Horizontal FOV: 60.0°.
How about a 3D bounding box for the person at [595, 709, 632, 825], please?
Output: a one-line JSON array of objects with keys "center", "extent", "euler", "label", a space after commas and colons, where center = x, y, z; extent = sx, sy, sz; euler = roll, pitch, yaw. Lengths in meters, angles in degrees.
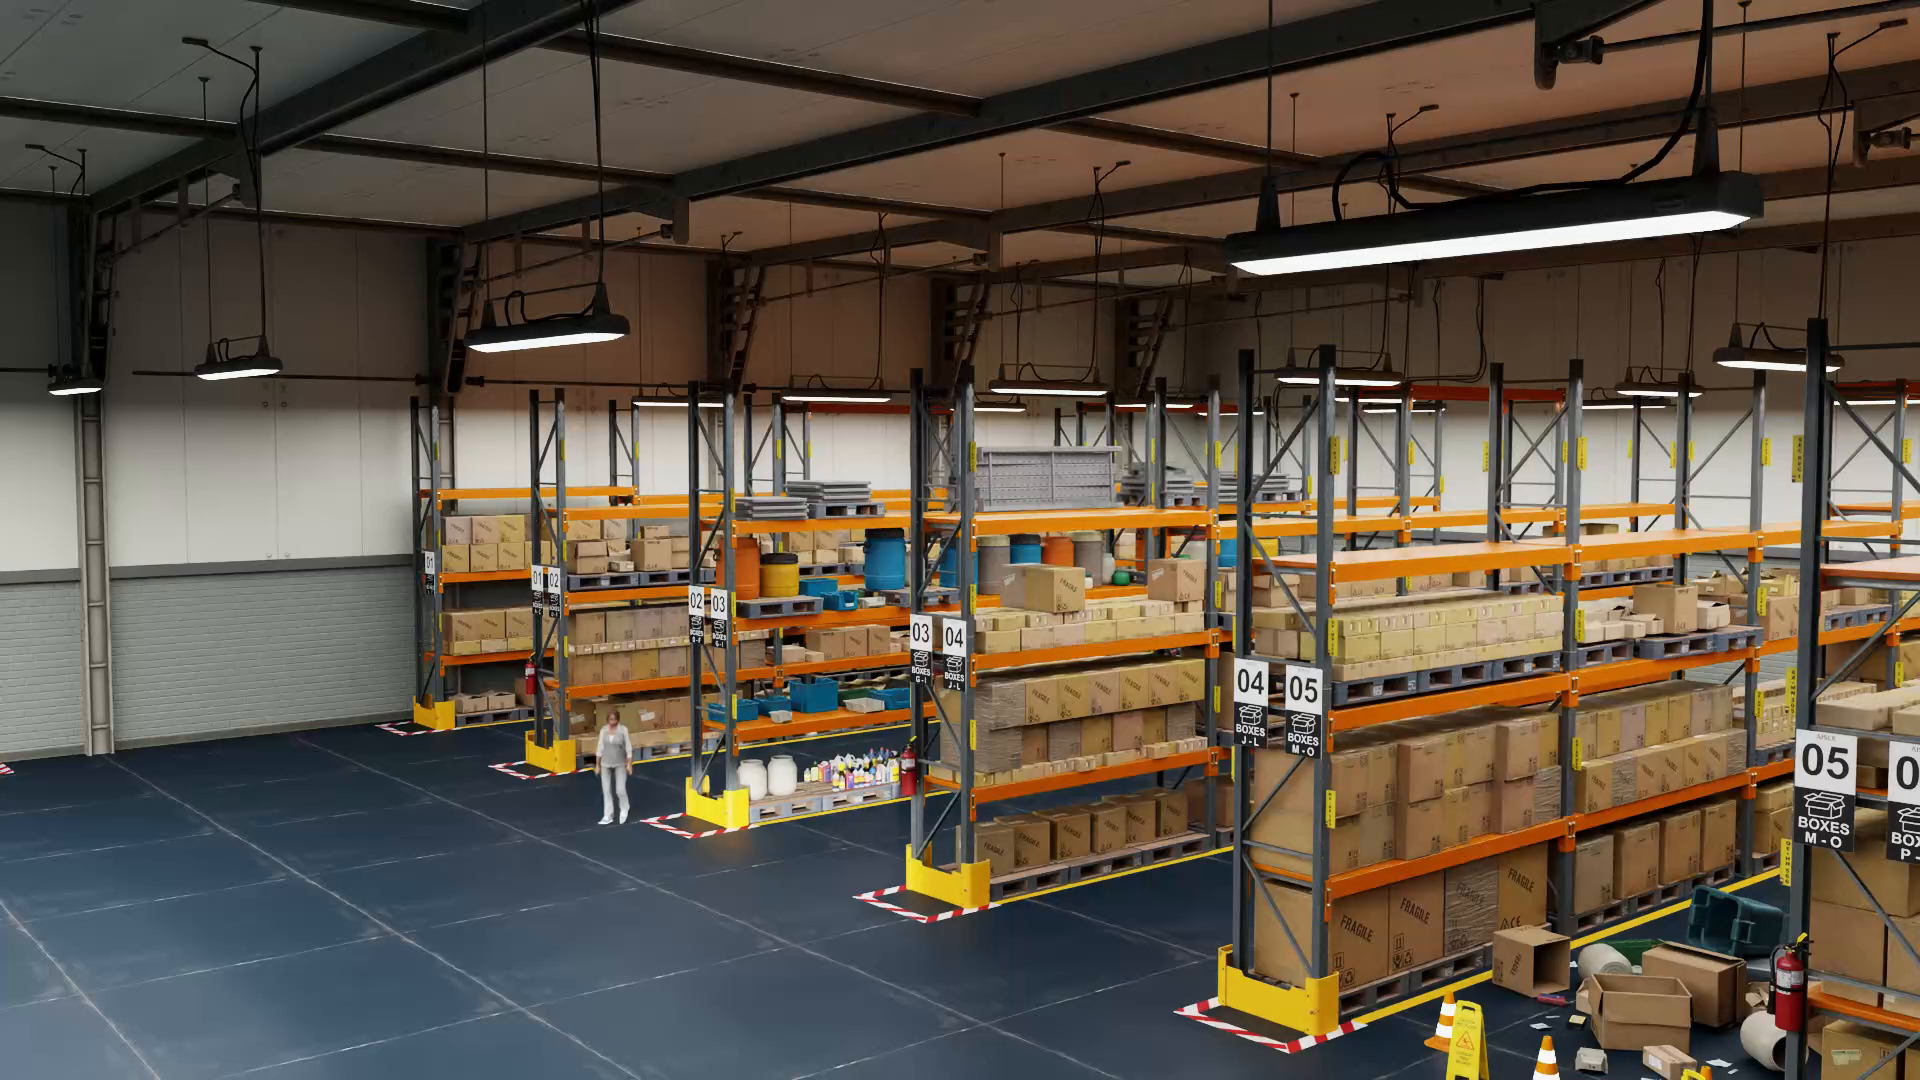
[{"center": [-4.655, 3.061, 22.442], "extent": [0.477, 1.576, 0.424], "euler": [0, 3, 2], "label": "person"}]
